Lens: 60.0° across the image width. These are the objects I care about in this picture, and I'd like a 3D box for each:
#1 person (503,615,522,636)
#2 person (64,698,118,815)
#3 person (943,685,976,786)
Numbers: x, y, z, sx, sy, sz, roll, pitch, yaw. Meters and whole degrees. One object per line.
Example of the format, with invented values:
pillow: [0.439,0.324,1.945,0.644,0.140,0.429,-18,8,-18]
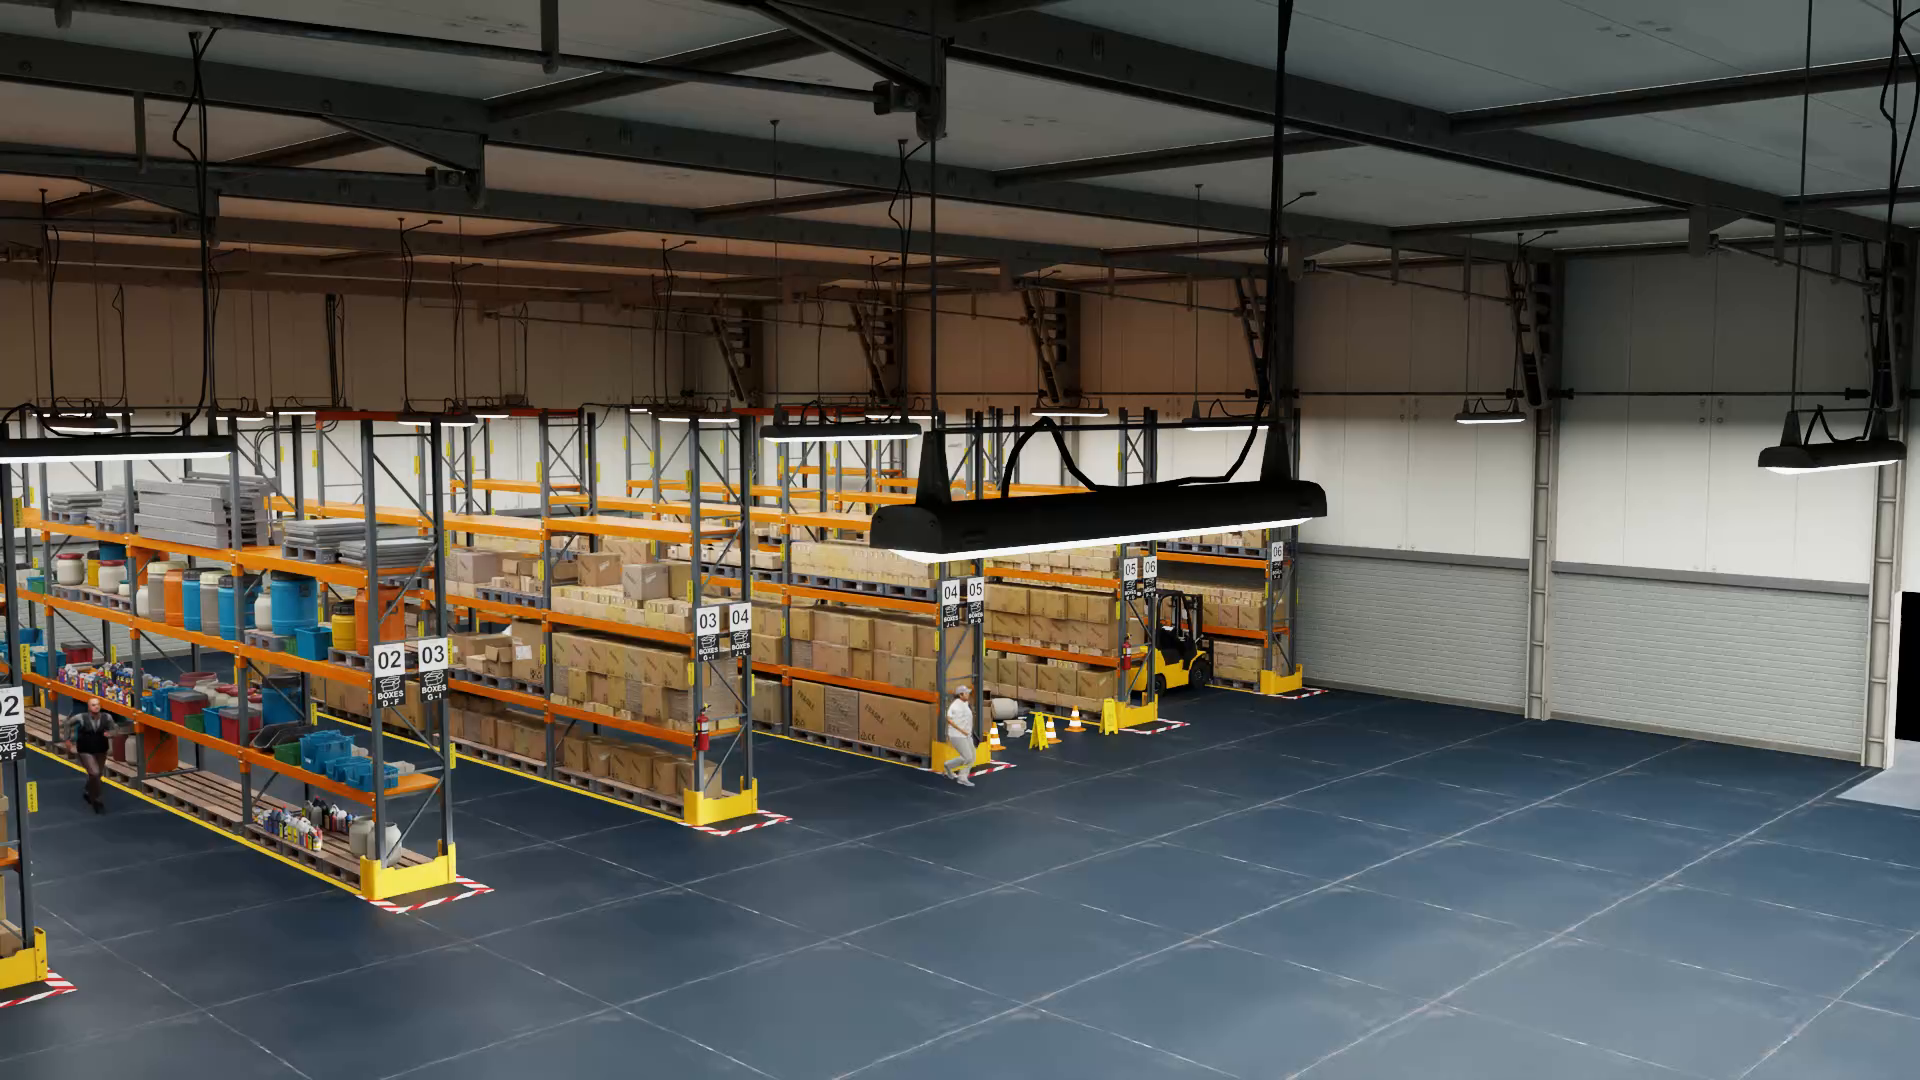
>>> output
person: [-9.198,2.406,34.657,0.678,1.848,0.740,-5,7,-44]
person: [-13.137,3.157,25.182,0.844,1.568,0.679,5,7,45]
person: [-0.004,3.157,26.837,0.532,1.637,0.639,2,5,22]
